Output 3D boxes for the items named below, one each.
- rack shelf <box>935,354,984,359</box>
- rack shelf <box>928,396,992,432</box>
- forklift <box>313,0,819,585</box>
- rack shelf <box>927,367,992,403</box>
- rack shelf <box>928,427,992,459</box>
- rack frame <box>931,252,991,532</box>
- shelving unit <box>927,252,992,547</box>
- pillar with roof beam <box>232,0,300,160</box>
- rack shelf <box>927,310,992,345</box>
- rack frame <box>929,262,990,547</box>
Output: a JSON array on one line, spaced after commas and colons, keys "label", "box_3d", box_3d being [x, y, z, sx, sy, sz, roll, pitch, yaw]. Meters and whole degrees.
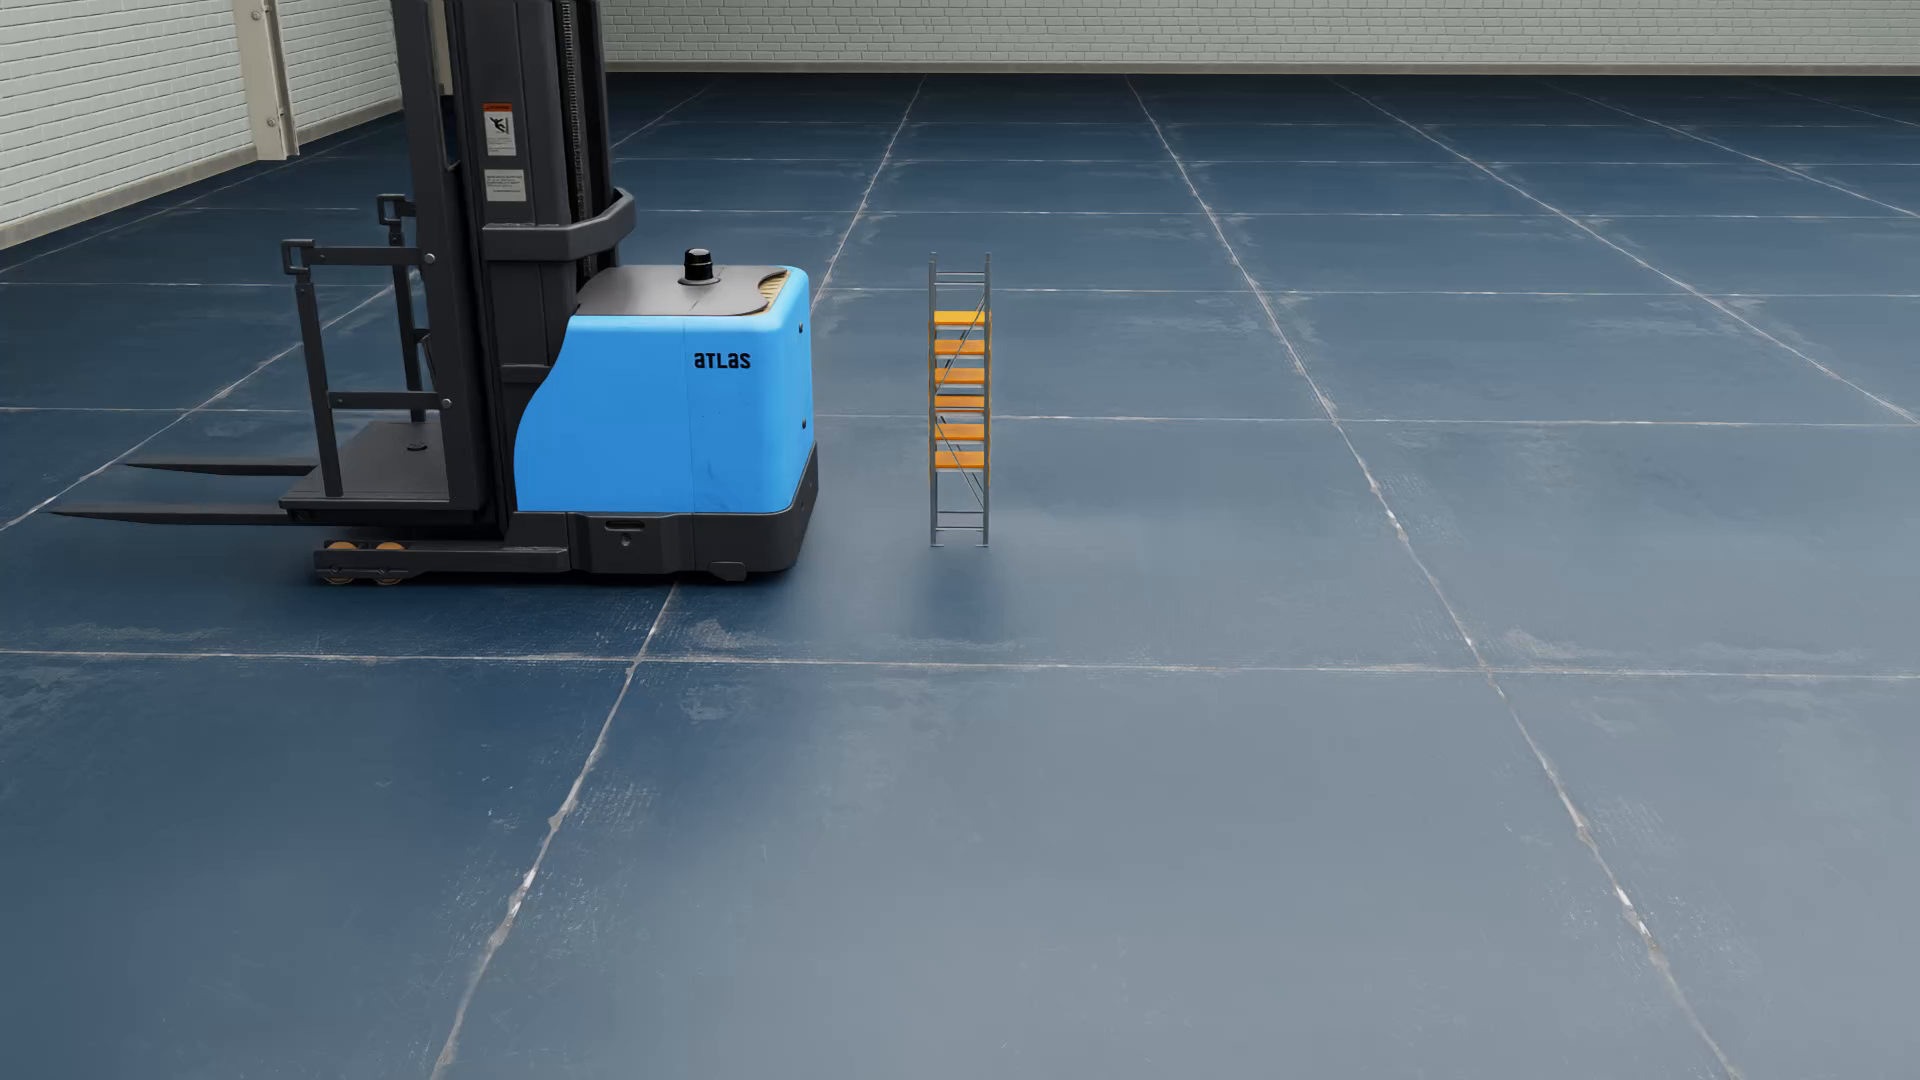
[{"label": "rack shelf", "box_3d": [0.000, -0.765, 6.747, 0.199, 0.020, 0.166, 1, 21, 2]}, {"label": "rack shelf", "box_3d": [0.000, -0.523, 6.841, 0.258, 0.103, 0.180, 1, 21, 2]}, {"label": "forklift", "box_3d": [-2.155, -1.378, 6.529, 3.031, 2.935, 1.130, 1, 21, 2]}, {"label": "rack shelf", "box_3d": [0.000, -0.635, 6.798, 0.258, 0.103, 0.180, 1, 21, 2]}, {"label": "rack shelf", "box_3d": [0.000, -0.411, 6.885, 0.258, 0.103, 0.180, 1, 21, 2]}, {"label": "rack frame", "box_3d": [0.003, -0.598, 6.911, 0.240, 1.200, 0.006, 1, 21, 2]}, {"label": "shelving unit", "box_3d": [0.000, -0.565, 6.825, 0.258, 1.200, 0.189, 1, 21, 2]}, {"label": "pillar with roof beam", "box_3d": [-2.792, -8.128, 15.536, 9.100, 9.000, 0.400, 1, 21, 2]}, {"label": "rack shelf", "box_3d": [0.000, -0.859, 6.711, 0.258, 0.103, 0.180, 1, 21, 2]}, {"label": "rack frame", "box_3d": [-0.002, -0.532, 6.740, 0.240, 1.200, 0.006, 1, 21, 2]}]
